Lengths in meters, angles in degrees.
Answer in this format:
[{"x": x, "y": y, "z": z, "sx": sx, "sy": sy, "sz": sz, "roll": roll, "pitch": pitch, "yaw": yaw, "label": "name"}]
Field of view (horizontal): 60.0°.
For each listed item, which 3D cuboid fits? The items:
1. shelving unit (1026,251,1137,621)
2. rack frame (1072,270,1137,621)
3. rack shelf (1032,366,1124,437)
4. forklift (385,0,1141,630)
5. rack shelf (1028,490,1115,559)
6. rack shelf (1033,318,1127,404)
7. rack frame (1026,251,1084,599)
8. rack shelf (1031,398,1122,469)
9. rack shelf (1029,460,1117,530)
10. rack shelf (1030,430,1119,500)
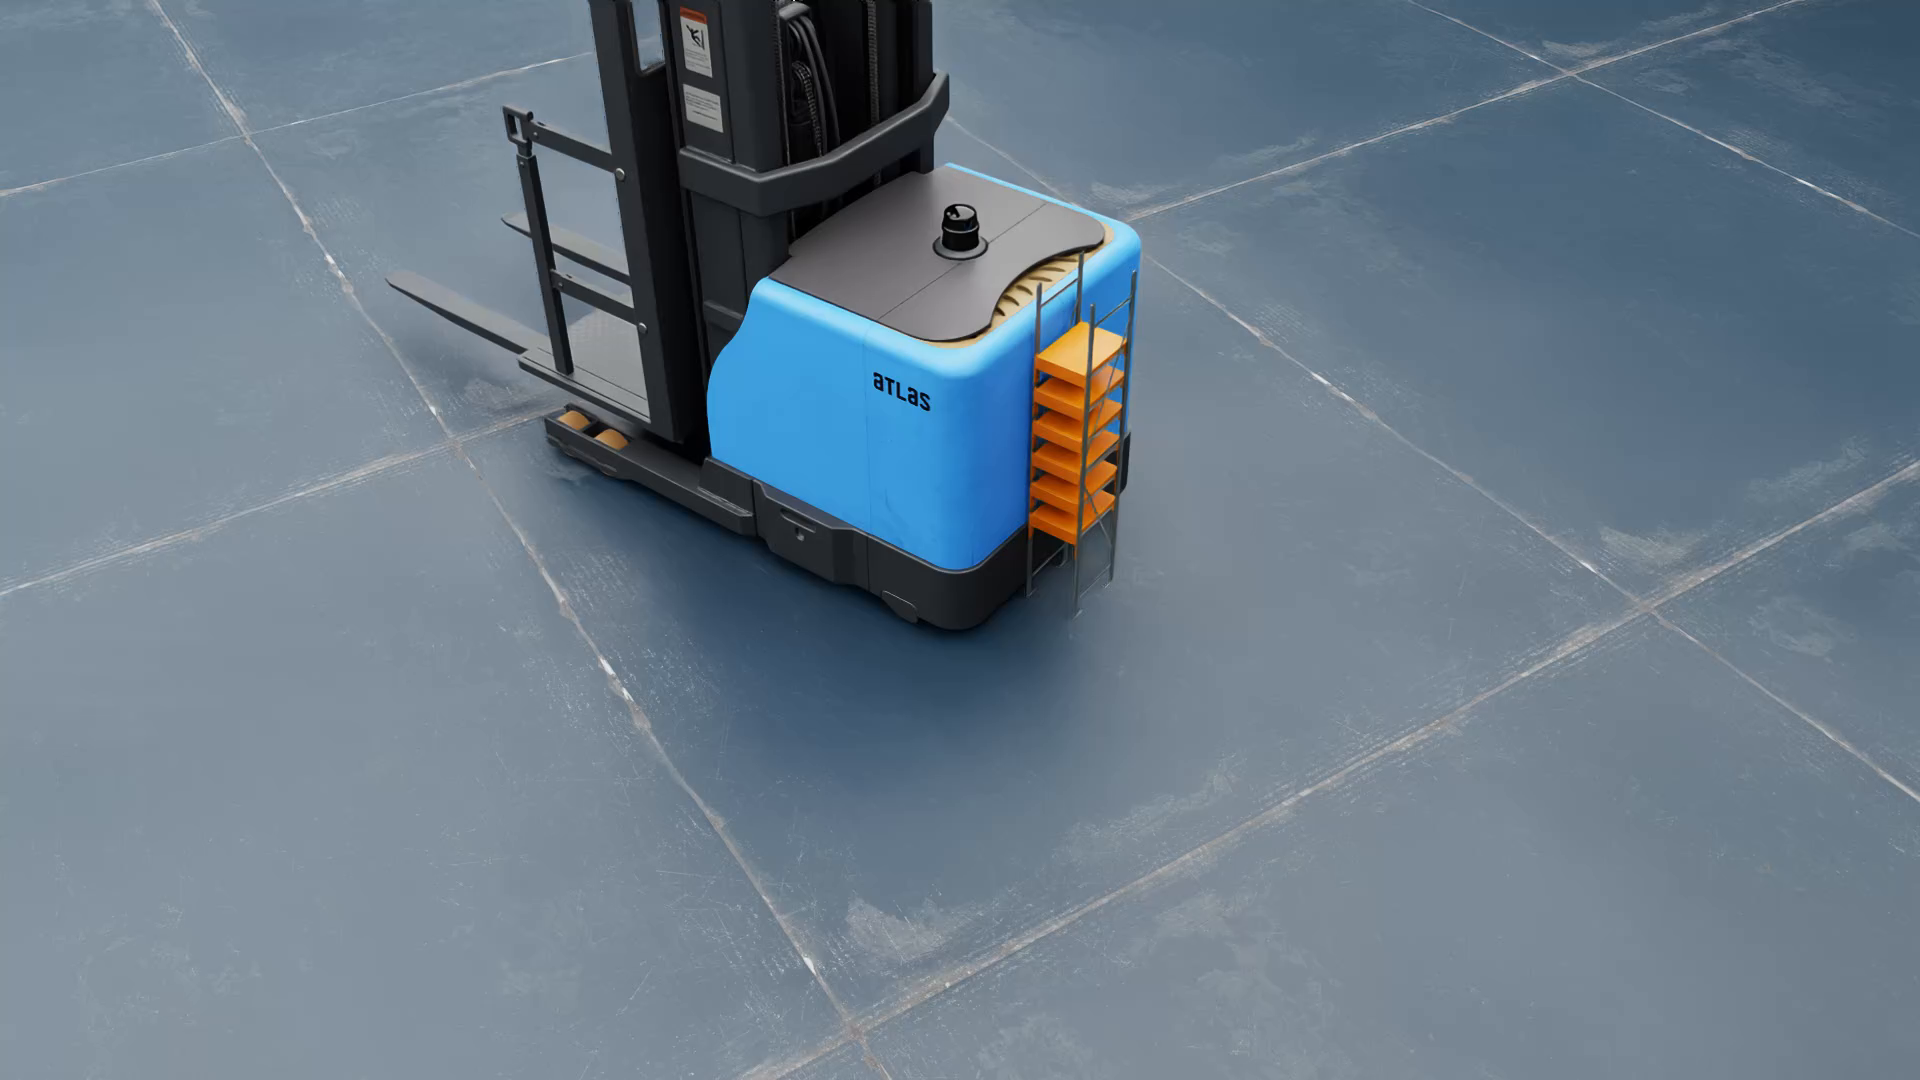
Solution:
[{"x": 0.366, "y": -0.294, "z": 5.166, "sx": 0.189, "sy": 1.200, "sz": 0.258, "roll": 25, "pitch": 46, "yaw": 27, "label": "shelving unit"}, {"x": 0.440, "y": -0.259, "z": 5.124, "sx": 0.006, "sy": 1.200, "sz": 0.240, "roll": 25, "pitch": 46, "yaw": 27, "label": "rack frame"}, {"x": 0.366, "y": -0.444, "z": 5.040, "sx": 0.180, "sy": 0.103, "sz": 0.258, "roll": 25, "pitch": 46, "yaw": 27, "label": "rack shelf"}, {"x": -0.895, "y": -1.603, "z": 5.385, "sx": 3.031, "sy": 2.935, "sz": 1.130, "roll": 25, "pitch": 46, "yaw": 27, "label": "forklift"}, {"x": 0.366, "y": -0.076, "z": 5.348, "sx": 0.180, "sy": 0.103, "sz": 0.258, "roll": 25, "pitch": 46, "yaw": 27, "label": "rack shelf"}, {"x": 0.366, "y": -0.537, "z": 4.964, "sx": 0.180, "sy": 0.103, "sz": 0.258, "roll": 25, "pitch": 46, "yaw": 27, "label": "rack shelf"}, {"x": 0.293, "y": -0.329, "z": 5.208, "sx": 0.006, "sy": 1.200, "sz": 0.240, "roll": 25, "pitch": 46, "yaw": 27, "label": "rack frame"}, {"x": 0.366, "y": -0.352, "z": 5.117, "sx": 0.180, "sy": 0.103, "sz": 0.258, "roll": 25, "pitch": 46, "yaw": 27, "label": "rack shelf"}, {"x": 0.366, "y": -0.168, "z": 5.271, "sx": 0.180, "sy": 0.103, "sz": 0.258, "roll": 25, "pitch": 46, "yaw": 27, "label": "rack shelf"}, {"x": 0.366, "y": -0.260, "z": 5.194, "sx": 0.180, "sy": 0.103, "sz": 0.258, "roll": 25, "pitch": 46, "yaw": 27, "label": "rack shelf"}]
